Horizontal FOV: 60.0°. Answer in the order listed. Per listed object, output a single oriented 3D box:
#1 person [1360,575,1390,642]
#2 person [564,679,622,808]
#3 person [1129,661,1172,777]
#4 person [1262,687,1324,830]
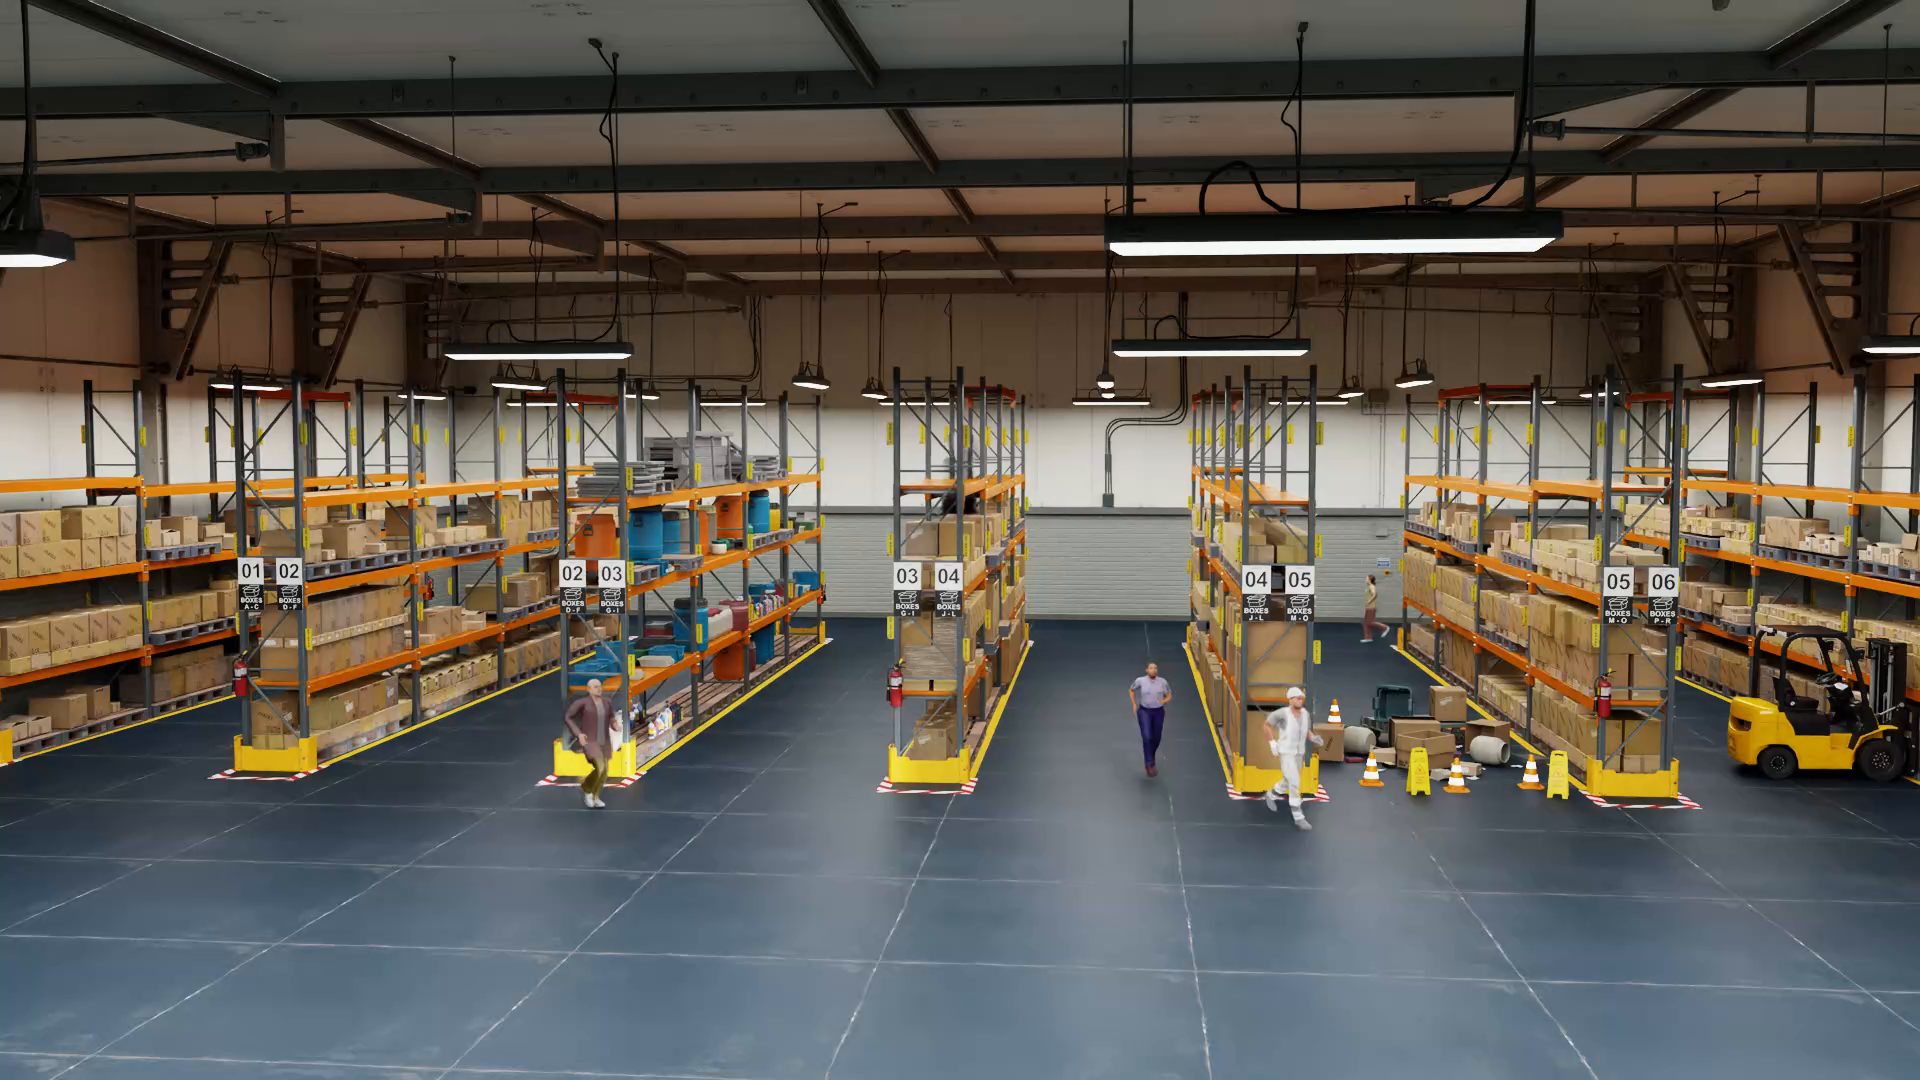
[{"bbox_3d":[10.098,1.682,40.408,0.713,1.658,0.591,1,4,14],"label":"person"},{"bbox_3d":[-4.866,2.838,22.356,0.627,1.548,0.718,3,5,42],"label":"person"},{"bbox_3d":[2.840,2.625,24.795,0.582,1.664,0.856,-1,4,-8],"label":"person"},{"bbox_3d":[4.246,2.771,21.517,0.625,1.780,0.992,-2,4,-31],"label":"person"}]
